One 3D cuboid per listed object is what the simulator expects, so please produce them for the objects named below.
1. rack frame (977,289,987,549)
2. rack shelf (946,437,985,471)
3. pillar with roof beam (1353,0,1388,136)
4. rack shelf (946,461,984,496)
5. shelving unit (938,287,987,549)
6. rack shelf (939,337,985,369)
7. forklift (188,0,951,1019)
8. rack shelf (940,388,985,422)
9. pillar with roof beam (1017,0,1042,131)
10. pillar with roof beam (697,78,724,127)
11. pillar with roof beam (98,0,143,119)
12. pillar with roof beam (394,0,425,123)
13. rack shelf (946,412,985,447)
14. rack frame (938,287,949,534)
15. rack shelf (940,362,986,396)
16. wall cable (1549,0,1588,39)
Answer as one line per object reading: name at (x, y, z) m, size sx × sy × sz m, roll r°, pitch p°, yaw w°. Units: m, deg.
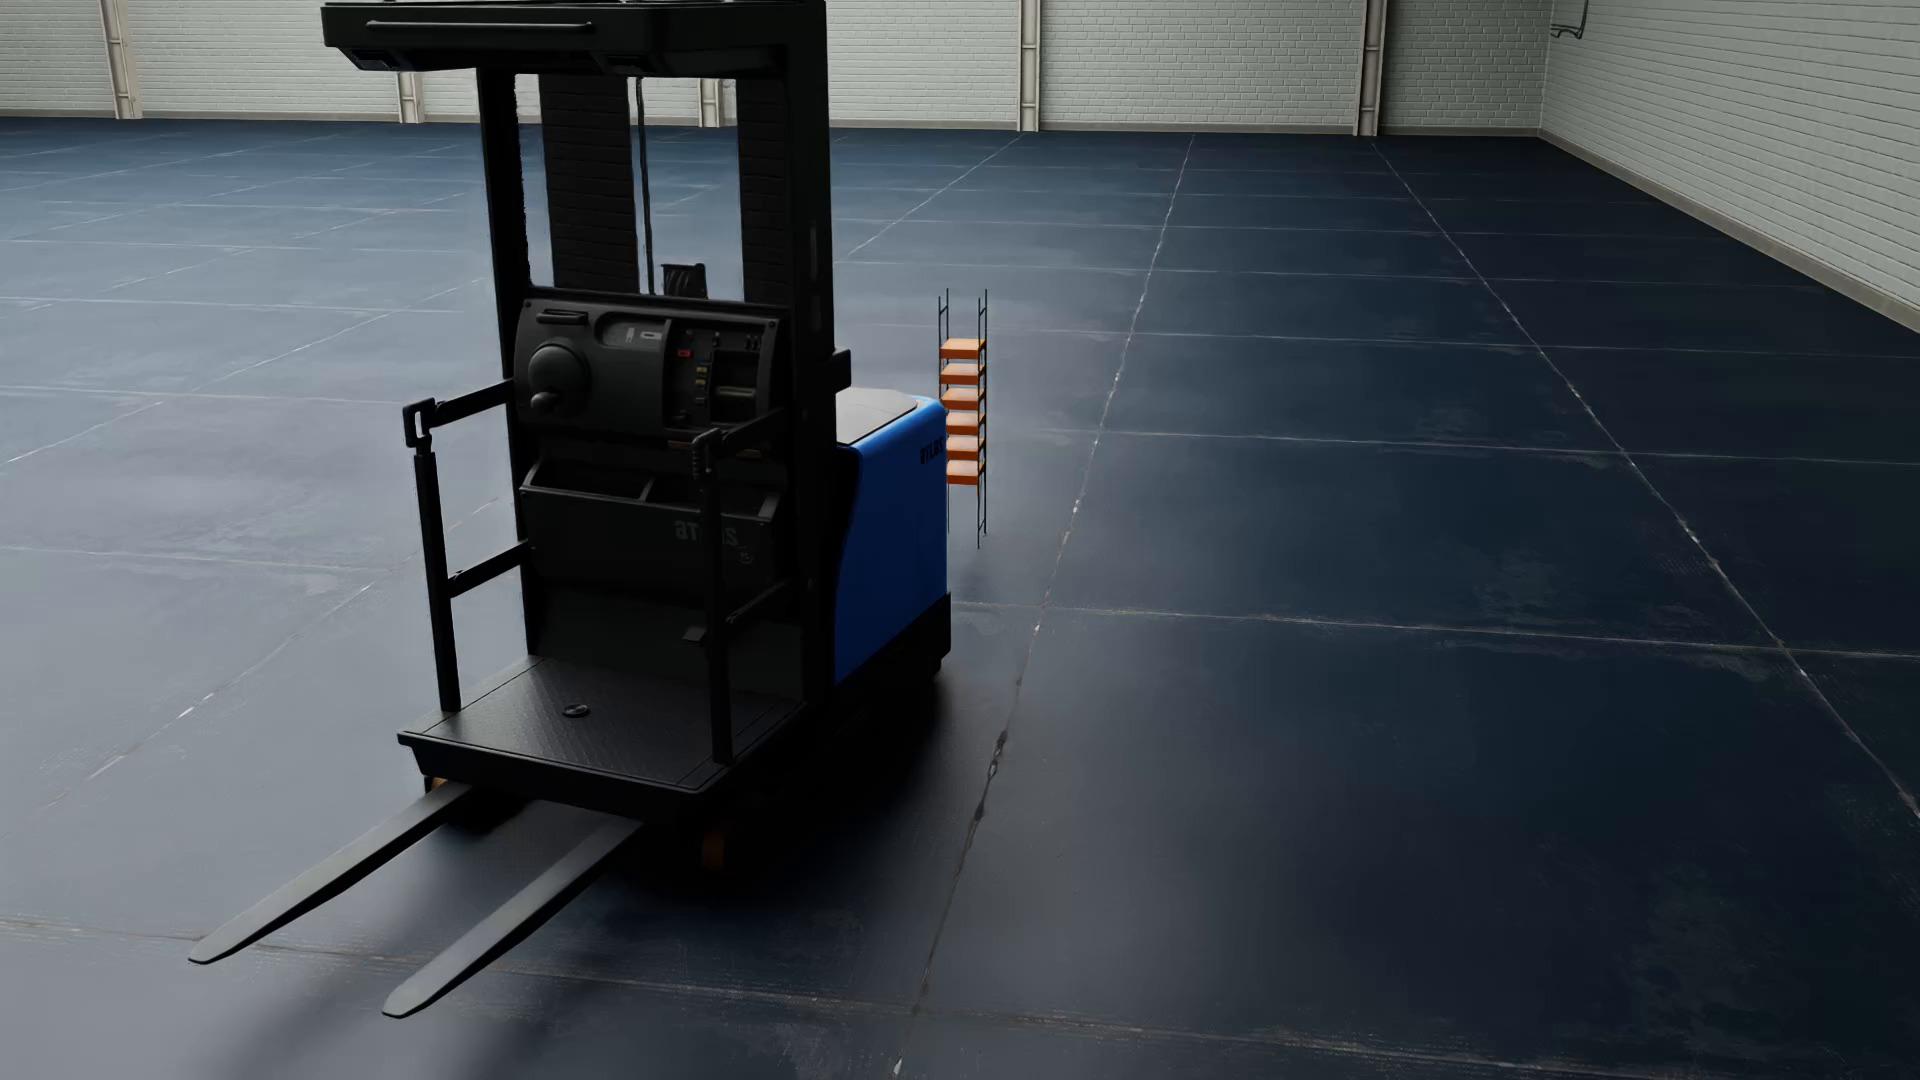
rack frame at (0.105, -0.564, 7.816) m, size 0.006 × 1.200 × 0.240 m, roll 3°, pitch 19°, yaw 9°
rack shelf at (0.014, -0.412, 7.882) m, size 0.180 × 0.103 × 0.258 m, roll 3°, pitch 19°, yaw 9°
pillar with roof beam at (6.497, -10.098, 24.020) m, size 0.400 × 9.000 × 9.100 m, roll 3°, pitch 19°, yaw 9°
rack shelf at (0.014, -0.299, 7.921) m, size 0.180 × 0.103 × 0.258 m, roll 3°, pitch 19°, yaw 9°
shelving unit at (0.014, -0.568, 7.830) m, size 0.189 × 1.200 × 0.258 m, roll 3°, pitch 19°, yaw 9°
rack shelf at (0.014, -0.868, 7.730) m, size 0.180 × 0.103 × 0.258 m, roll 3°, pitch 19°, yaw 9°
forklift at (-1.062, -0.532, 4.993) m, size 1.130 × 2.935 × 3.031 m, roll 7°, pitch 20°, yaw 21°
rack shelf at (0.014, -0.640, 7.806) m, size 0.180 × 0.103 × 0.258 m, roll 3°, pitch 19°, yaw 9°
pillar with roof beam at (0.573, -10.400, 24.923) m, size 0.400 × 9.000 × 9.100 m, roll 3°, pitch 19°, yaw 9°
pillar with roof beam at (-5.351, -10.702, 25.825) m, size 0.400 × 9.000 × 9.100 m, roll 3°, pitch 19°, yaw 9°
pillar with roof beam at (-17.200, -11.306, 27.630) m, size 0.400 × 9.000 × 9.100 m, roll 3°, pitch 19°, yaw 9°
pillar with roof beam at (-11.276, -11.004, 26.728) m, size 0.400 × 9.000 × 9.100 m, roll 3°, pitch 19°, yaw 9°
rack shelf at (0.014, -0.526, 7.844) m, size 0.180 × 0.103 × 0.258 m, roll 3°, pitch 19°, yaw 9°
rack frame at (-0.076, -0.573, 7.844) m, size 0.006 × 1.200 × 0.240 m, roll 3°, pitch 19°, yaw 9°
rack shelf at (0.014, -0.754, 7.768) m, size 0.180 × 0.103 × 0.258 m, roll 3°, pitch 19°, yaw 9°
wall cable at (9.878, -9.411, 26.863) m, size 0.112 × 2.526 × 3.097 m, roll 3°, pitch 19°, yaw 9°
